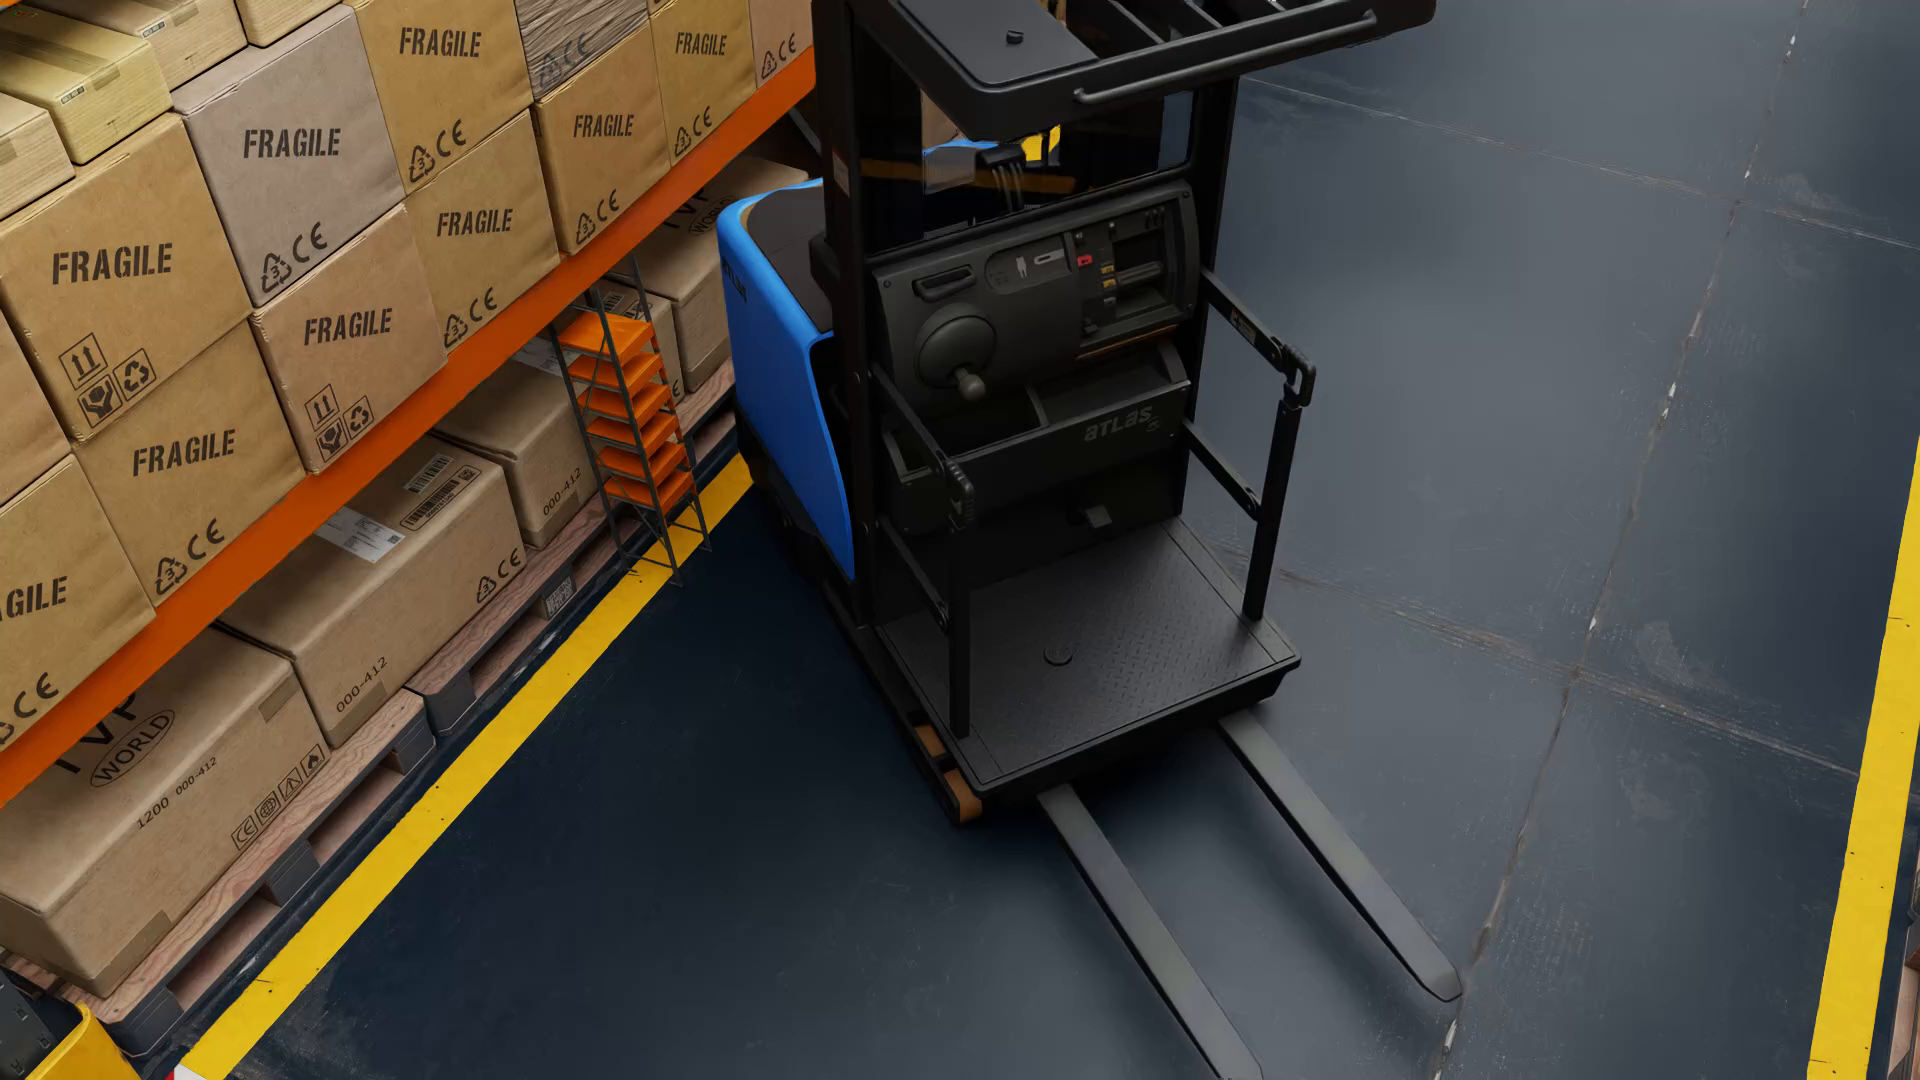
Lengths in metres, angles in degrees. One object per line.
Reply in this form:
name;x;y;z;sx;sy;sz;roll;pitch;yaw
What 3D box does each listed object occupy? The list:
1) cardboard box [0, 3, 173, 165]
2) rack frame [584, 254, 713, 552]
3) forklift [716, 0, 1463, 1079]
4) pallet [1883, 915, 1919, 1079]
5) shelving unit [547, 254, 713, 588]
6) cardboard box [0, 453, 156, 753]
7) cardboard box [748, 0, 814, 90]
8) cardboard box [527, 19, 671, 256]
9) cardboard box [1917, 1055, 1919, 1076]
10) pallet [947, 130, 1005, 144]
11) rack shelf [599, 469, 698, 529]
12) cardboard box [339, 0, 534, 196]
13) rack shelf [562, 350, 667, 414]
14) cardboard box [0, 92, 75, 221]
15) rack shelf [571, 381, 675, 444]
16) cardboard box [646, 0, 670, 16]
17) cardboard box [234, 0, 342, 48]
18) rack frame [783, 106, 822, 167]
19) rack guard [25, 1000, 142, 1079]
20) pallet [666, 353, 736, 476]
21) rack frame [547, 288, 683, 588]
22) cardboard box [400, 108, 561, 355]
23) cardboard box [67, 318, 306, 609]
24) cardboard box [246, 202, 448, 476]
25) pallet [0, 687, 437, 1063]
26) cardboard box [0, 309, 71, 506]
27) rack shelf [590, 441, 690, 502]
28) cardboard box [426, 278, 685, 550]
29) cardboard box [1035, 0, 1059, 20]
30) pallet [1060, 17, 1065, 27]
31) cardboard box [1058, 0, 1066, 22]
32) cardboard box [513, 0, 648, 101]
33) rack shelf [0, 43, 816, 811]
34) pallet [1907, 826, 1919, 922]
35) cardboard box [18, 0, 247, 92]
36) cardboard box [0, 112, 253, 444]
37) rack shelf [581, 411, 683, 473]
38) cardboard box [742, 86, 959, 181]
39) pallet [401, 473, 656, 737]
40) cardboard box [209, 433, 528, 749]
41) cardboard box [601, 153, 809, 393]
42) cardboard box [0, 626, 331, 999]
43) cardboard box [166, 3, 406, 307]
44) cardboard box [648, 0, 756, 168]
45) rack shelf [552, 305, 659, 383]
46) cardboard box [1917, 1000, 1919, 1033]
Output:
cardboard box;-1.821;-0.915;3.316;0.380;0.149;0.250;19;48;18
rack frame;-1.004;-0.425;5.310;0.240;1.200;0.006;16;48;23
forklift;0.319;-0.561;4.243;1.130;2.935;3.031;-20;49;-18
pallet;2.824;1.556;4.064;1.003;0.211;1.213;20;49;19
shelving unit;-1.046;-0.367;5.253;0.258;1.200;0.189;16;48;23
cardboard box;-2.141;0.076;3.496;0.500;0.500;0.500;20;49;19
cardboard box;-0.750;-1.860;5.409;0.500;0.500;0.500;21;49;19
cardboard box;-1.205;-1.213;4.769;0.500;0.500;0.500;20;49;18
cardboard box;2.512;1.216;3.939;0.380;0.149;0.250;21;49;19
pallet;-0.470;-1.732;7.314;1.003;0.211;1.213;20;49;19
rack shelf;-1.021;-0.160;5.447;0.258;0.103;0.180;16;48;23
cardboard box;-1.447;-1.246;4.099;0.500;0.500;0.500;21;49;19
rack shelf;-1.063;-0.509;5.119;0.258;0.103;0.180;16;48;23
cardboard box;-1.928;-0.743;3.146;0.380;0.149;0.250;22;49;20
rack shelf;-1.052;-0.422;5.201;0.258;0.103;0.180;16;48;23
cardboard box;-0.979;-1.883;4.728;0.500;0.500;0.500;20;49;18
cardboard box;-1.593;-1.241;3.638;0.380;0.149;0.250;21;49;19
rack frame;-0.762;-2.201;5.817;1.000;3.000;0.127;20;49;19
rack guard;-2.630;1.212;4.200;1.175;0.500;0.348;20;49;19
pallet;-1.184;-0.768;6.361;1.003;0.211;1.213;20;49;19
rack frame;-1.087;-0.308;5.196;0.240;1.200;0.006;16;48;23
cardboard box;-1.461;-0.888;4.448;0.500;0.500;0.500;22;49;20
cardboard box;-1.931;-0.252;3.820;0.500;0.500;0.500;20;49;19
cardboard box;-1.679;-0.567;4.131;0.500;0.500;0.500;20;49;19
pallet;-2.317;0.769;4.842;1.003;0.211;1.213;20;49;19
cardboard box;-2.143;-0.277;3.141;0.500;0.500;0.500;19;48;18
rack shelf;-1.031;-0.248;5.365;0.258;0.103;0.180;16;48;23
cardboard box;-1.563;-0.524;5.665;0.875;0.438;0.875;19;48;18
cardboard box;-0.132;-2.591;7.400;0.875;0.875;0.875;22;49;20
pallet;0.095;-2.504;8.076;1.003;0.211;1.213;20;49;19
cardboard box;0.283;-3.154;7.957;0.875;0.875;0.875;21;49;20
cardboard box;-1.207;-1.559;4.408;0.500;0.500;0.500;21;49;20
rack shelf;-1.690;-0.689;4.827;1.077;0.370;4.000;20;49;19
pallet;3.389;0.784;4.827;1.003;0.211;1.213;20;49;19
cardboard box;-1.746;-1.098;3.496;0.380;0.149;0.250;21;49;19
cardboard box;-1.910;-0.604;3.465;0.500;0.500;0.500;19;48;18
rack shelf;-1.042;-0.335;5.283;0.258;0.103;0.180;16;48;23
cardboard box;-0.545;-2.019;6.835;0.875;0.875;0.875;22;49;20
pallet;-1.749;0.003;5.598;1.003;0.211;1.213;20;49;19
cardboard box;-1.983;0.043;5.104;0.875;0.438;0.875;22;49;20
cardboard box;-1.148;-1.088;6.223;0.875;0.438;0.875;20;49;19
cardboard box;-2.401;0.623;4.532;0.875;0.438;0.875;19;48;18
cardboard box;-1.678;-0.931;3.788;0.500;0.500;0.500;20;49;19
cardboard box;-0.984;-1.534;5.087;0.500;0.500;0.500;19;48;18
rack shelf;-1.073;-0.596;5.038;0.258;0.103;0.180;16;48;23
cardboard box;2.650;1.178;4.186;0.380;0.149;0.250;19;48;18
